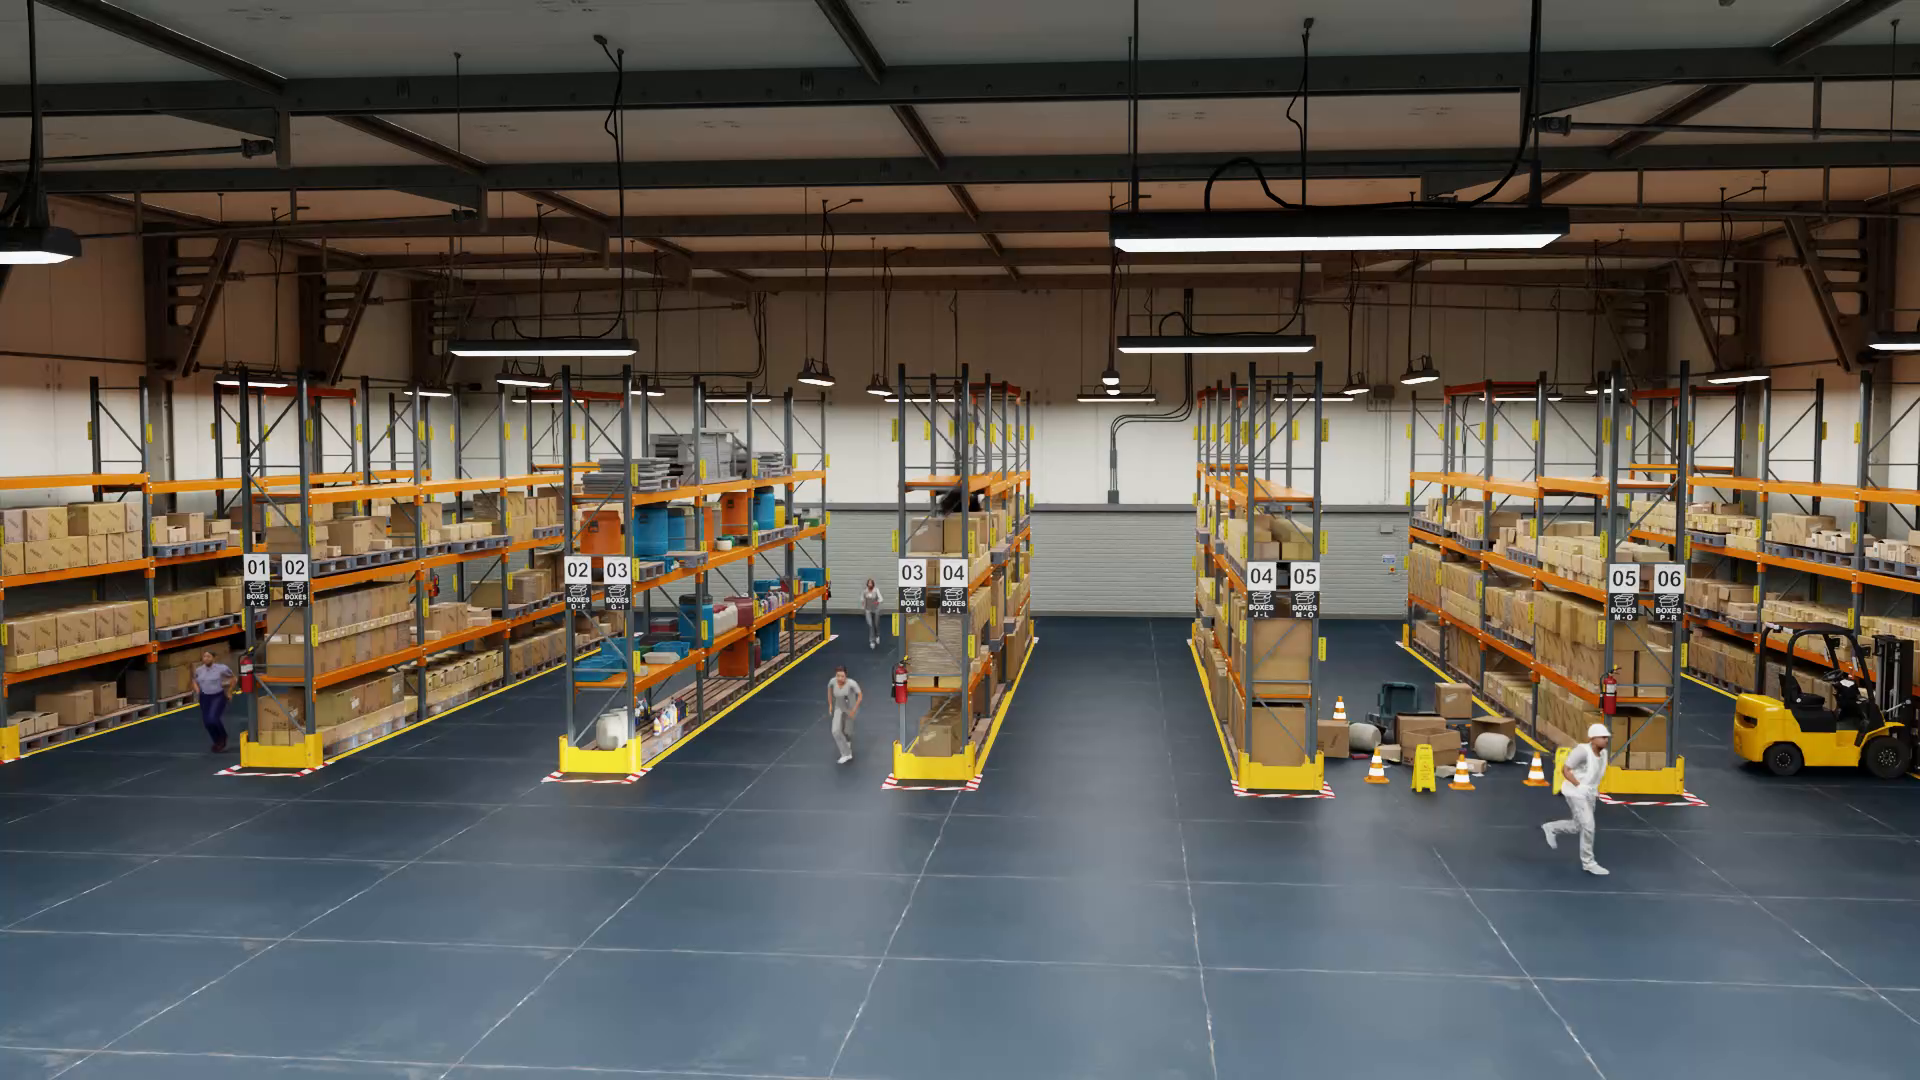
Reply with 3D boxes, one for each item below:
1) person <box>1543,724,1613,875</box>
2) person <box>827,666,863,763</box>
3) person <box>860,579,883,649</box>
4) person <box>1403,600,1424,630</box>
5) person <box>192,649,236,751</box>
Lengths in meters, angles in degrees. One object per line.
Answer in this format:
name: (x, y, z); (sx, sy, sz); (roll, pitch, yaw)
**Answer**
person: (7.059, 2.927, 19.100); (0.654, 1.725, 0.882); (-2, 4, -32)
person: (-1.730, 2.629, 25.559); (0.564, 1.516, 1.014); (1, 4, 10)
person: (-2.071, 1.704, 38.955); (0.542, 1.612, 0.785); (0, 4, 1)
person: (11.061, 1.598, 40.295); (0.630, 1.672, 0.649); (2, 4, 25)
person: (-11.714, 2.514, 26.042); (0.577, 1.609, 0.719); (0, 4, 1)
